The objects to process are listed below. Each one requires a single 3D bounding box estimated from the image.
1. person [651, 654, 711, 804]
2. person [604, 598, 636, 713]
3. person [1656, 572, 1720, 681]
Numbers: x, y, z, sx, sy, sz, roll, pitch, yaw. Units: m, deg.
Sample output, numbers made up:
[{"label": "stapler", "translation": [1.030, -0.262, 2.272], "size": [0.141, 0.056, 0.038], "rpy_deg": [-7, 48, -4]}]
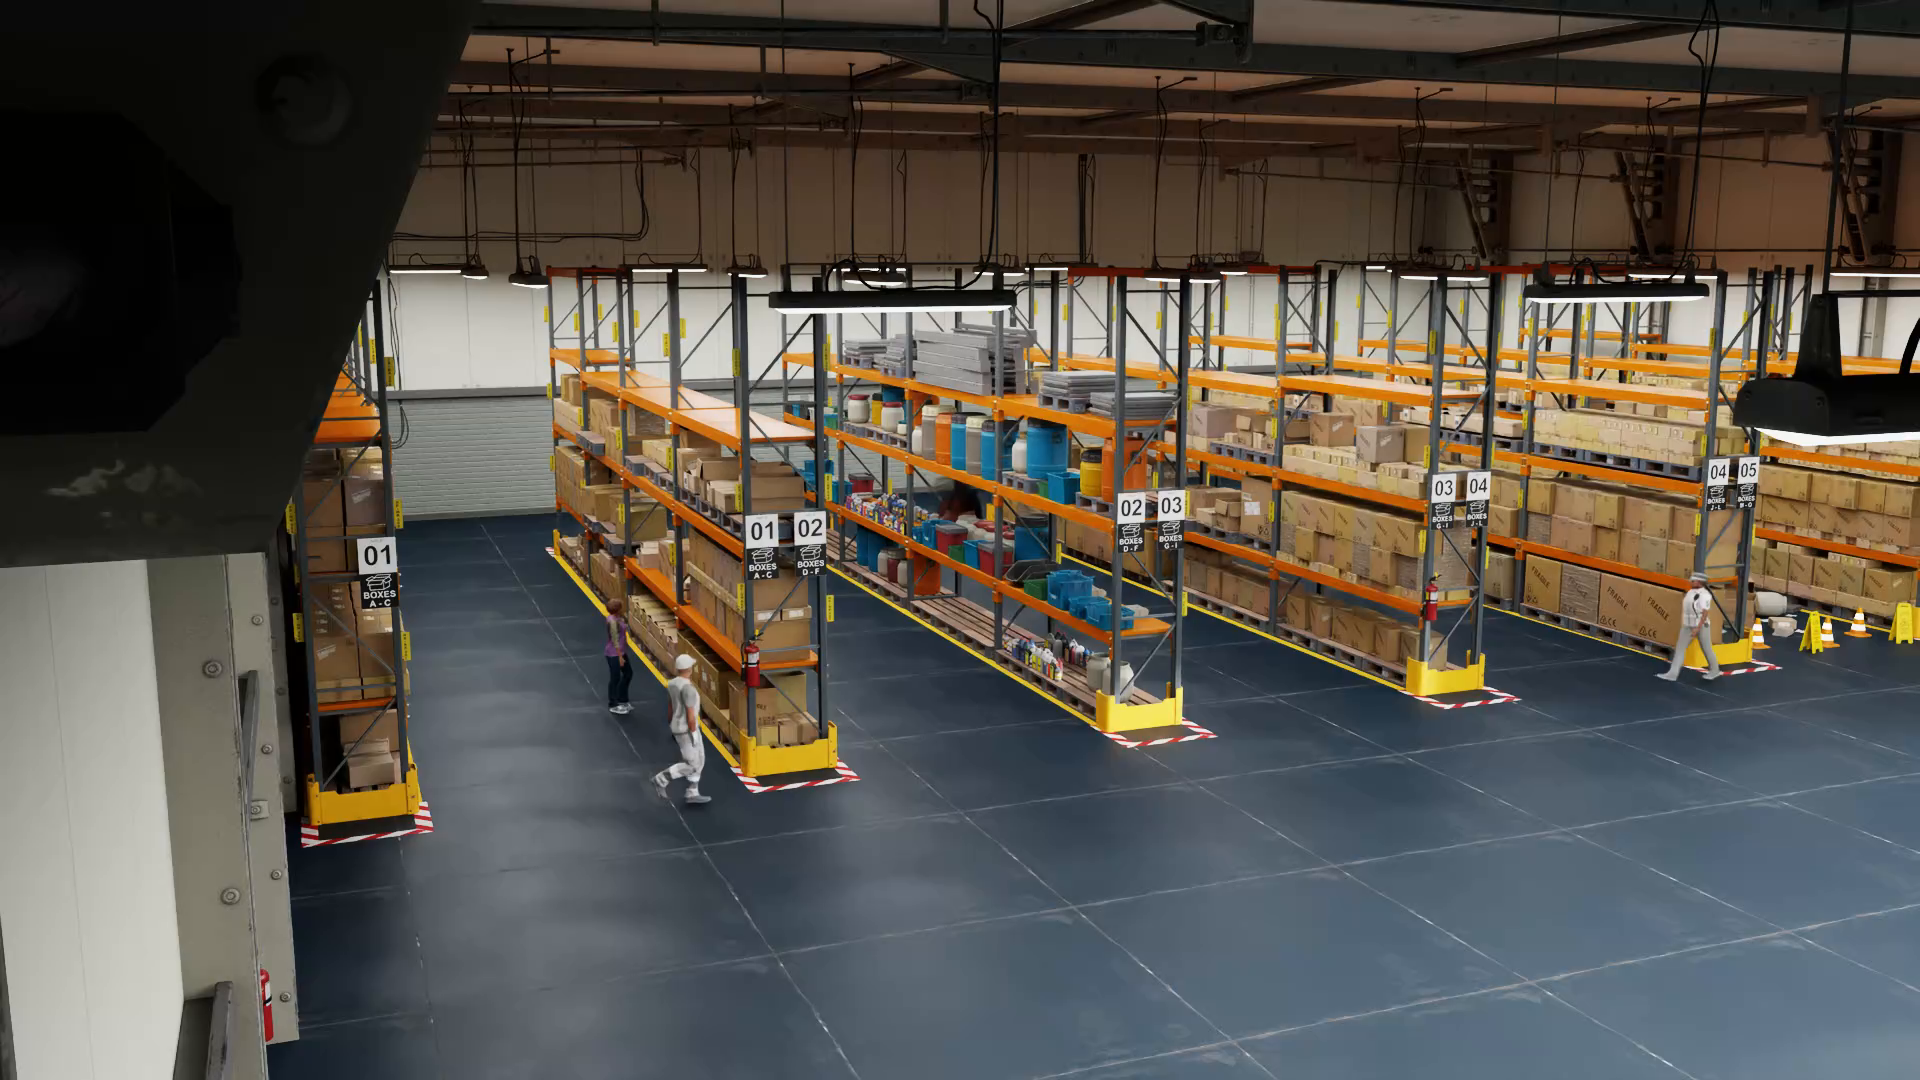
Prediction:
[{"label": "person", "translation": [-3.207, 2.175, 19.031], "size": [0.661, 1.762, 0.487], "rpy_deg": [0, 10, 1]}, {"label": "person", "translation": [-4.721, 1.612, 22.918], "size": [0.355, 1.638, 0.421], "rpy_deg": [1, 10, 7]}, {"label": "person", "translation": [10.828, 1.277, 24.553], "size": [0.975, 1.617, 0.500], "rpy_deg": [-5, 11, -25]}]
